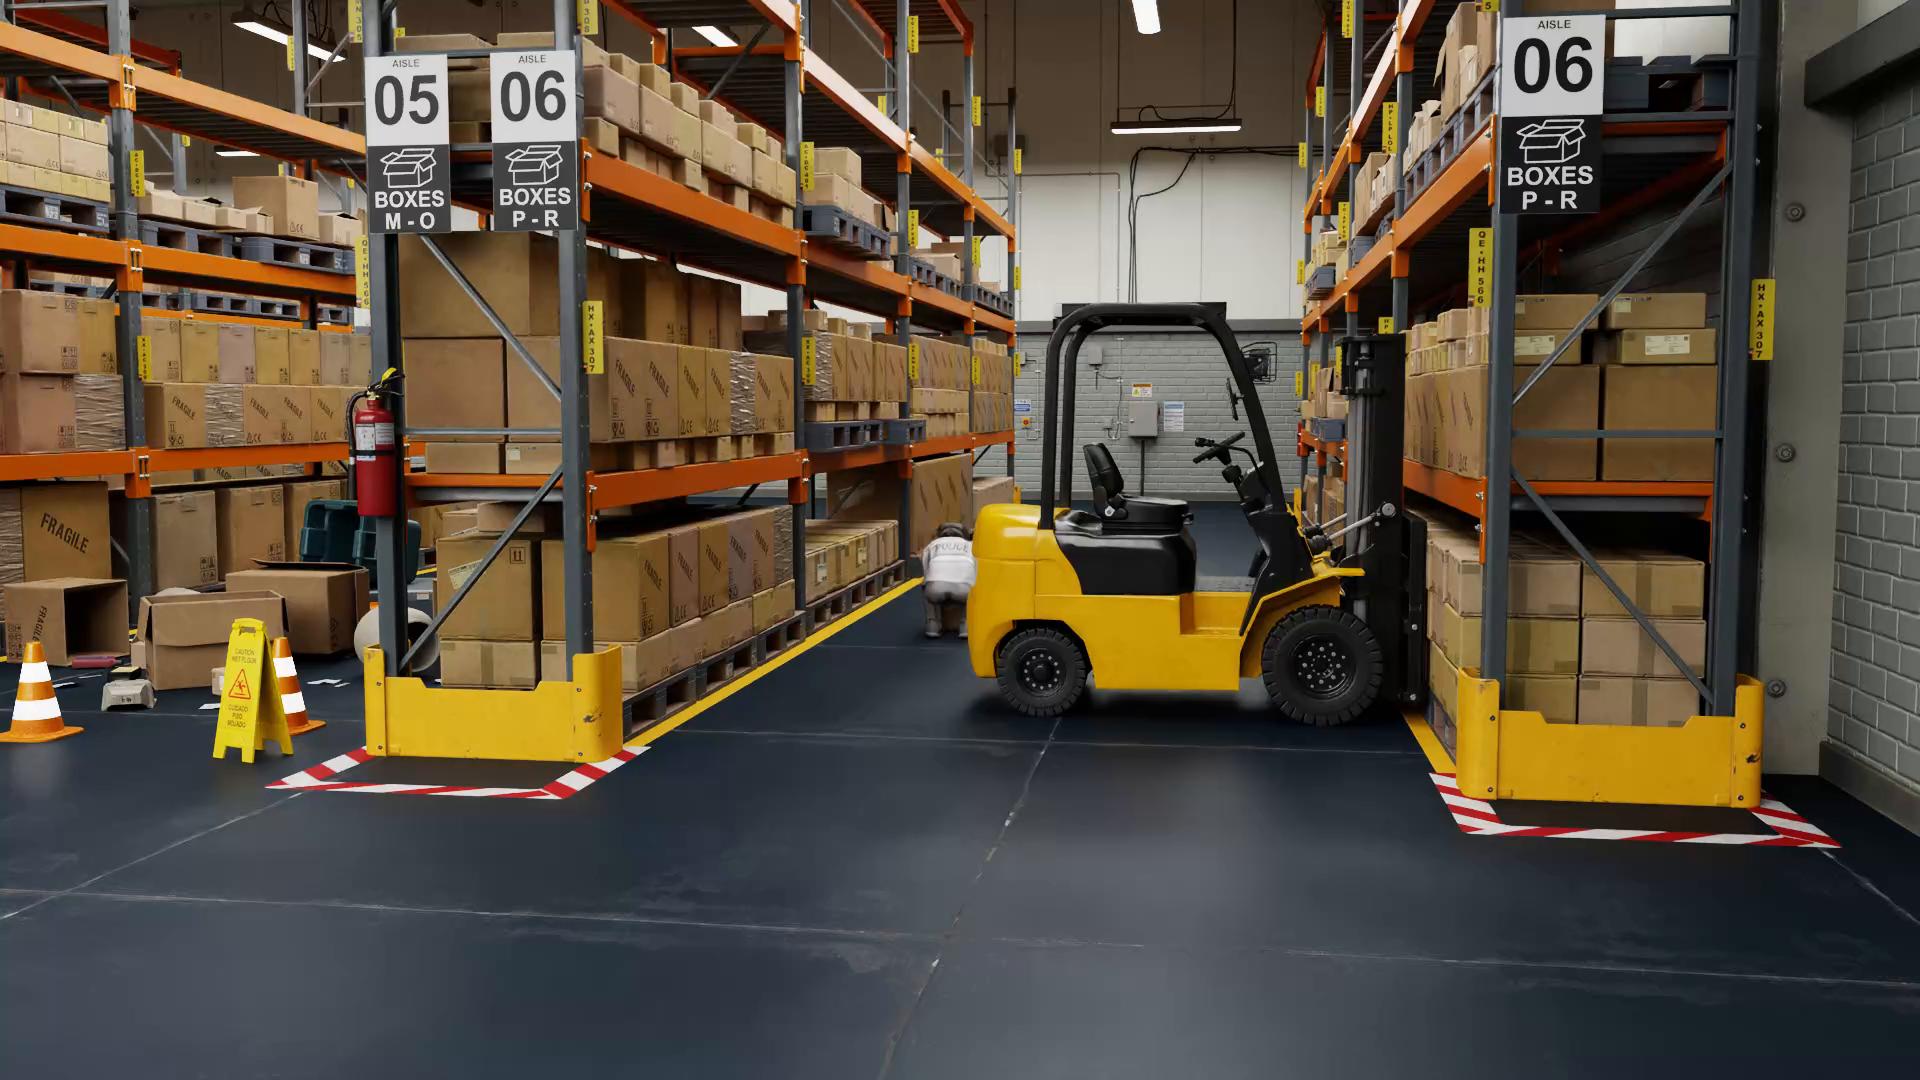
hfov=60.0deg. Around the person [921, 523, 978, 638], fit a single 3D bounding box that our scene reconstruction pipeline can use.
[{"bbox_3d":[-0.049,0.316,11.909,0.475,0.843,0.884,1,5,7],"label":"person"}]
